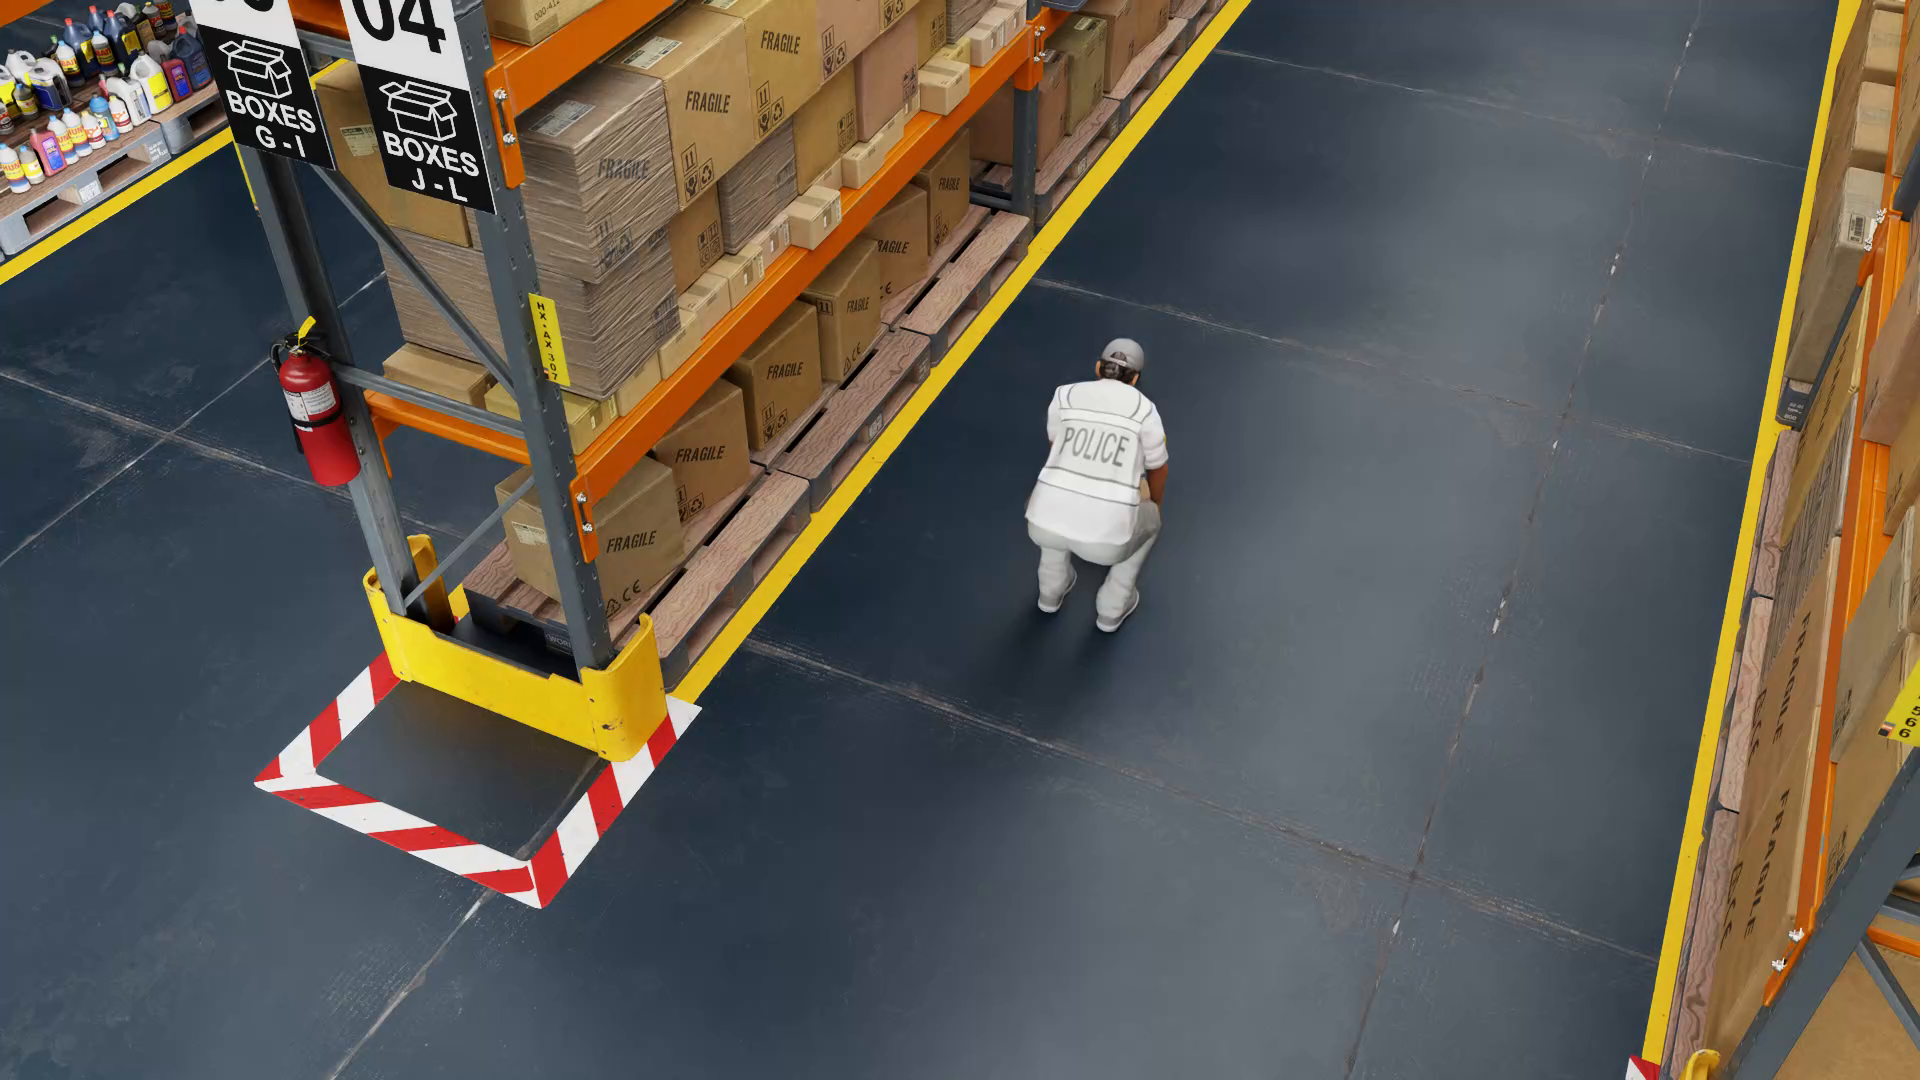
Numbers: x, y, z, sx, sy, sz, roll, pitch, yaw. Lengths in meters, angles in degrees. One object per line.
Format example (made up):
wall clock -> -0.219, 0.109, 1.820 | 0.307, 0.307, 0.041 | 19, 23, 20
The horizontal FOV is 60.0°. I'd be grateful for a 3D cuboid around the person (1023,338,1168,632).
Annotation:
person -> 0.550, -0.197, 6.805 | 0.537, 1.094, 0.834 | 17, 45, 18
